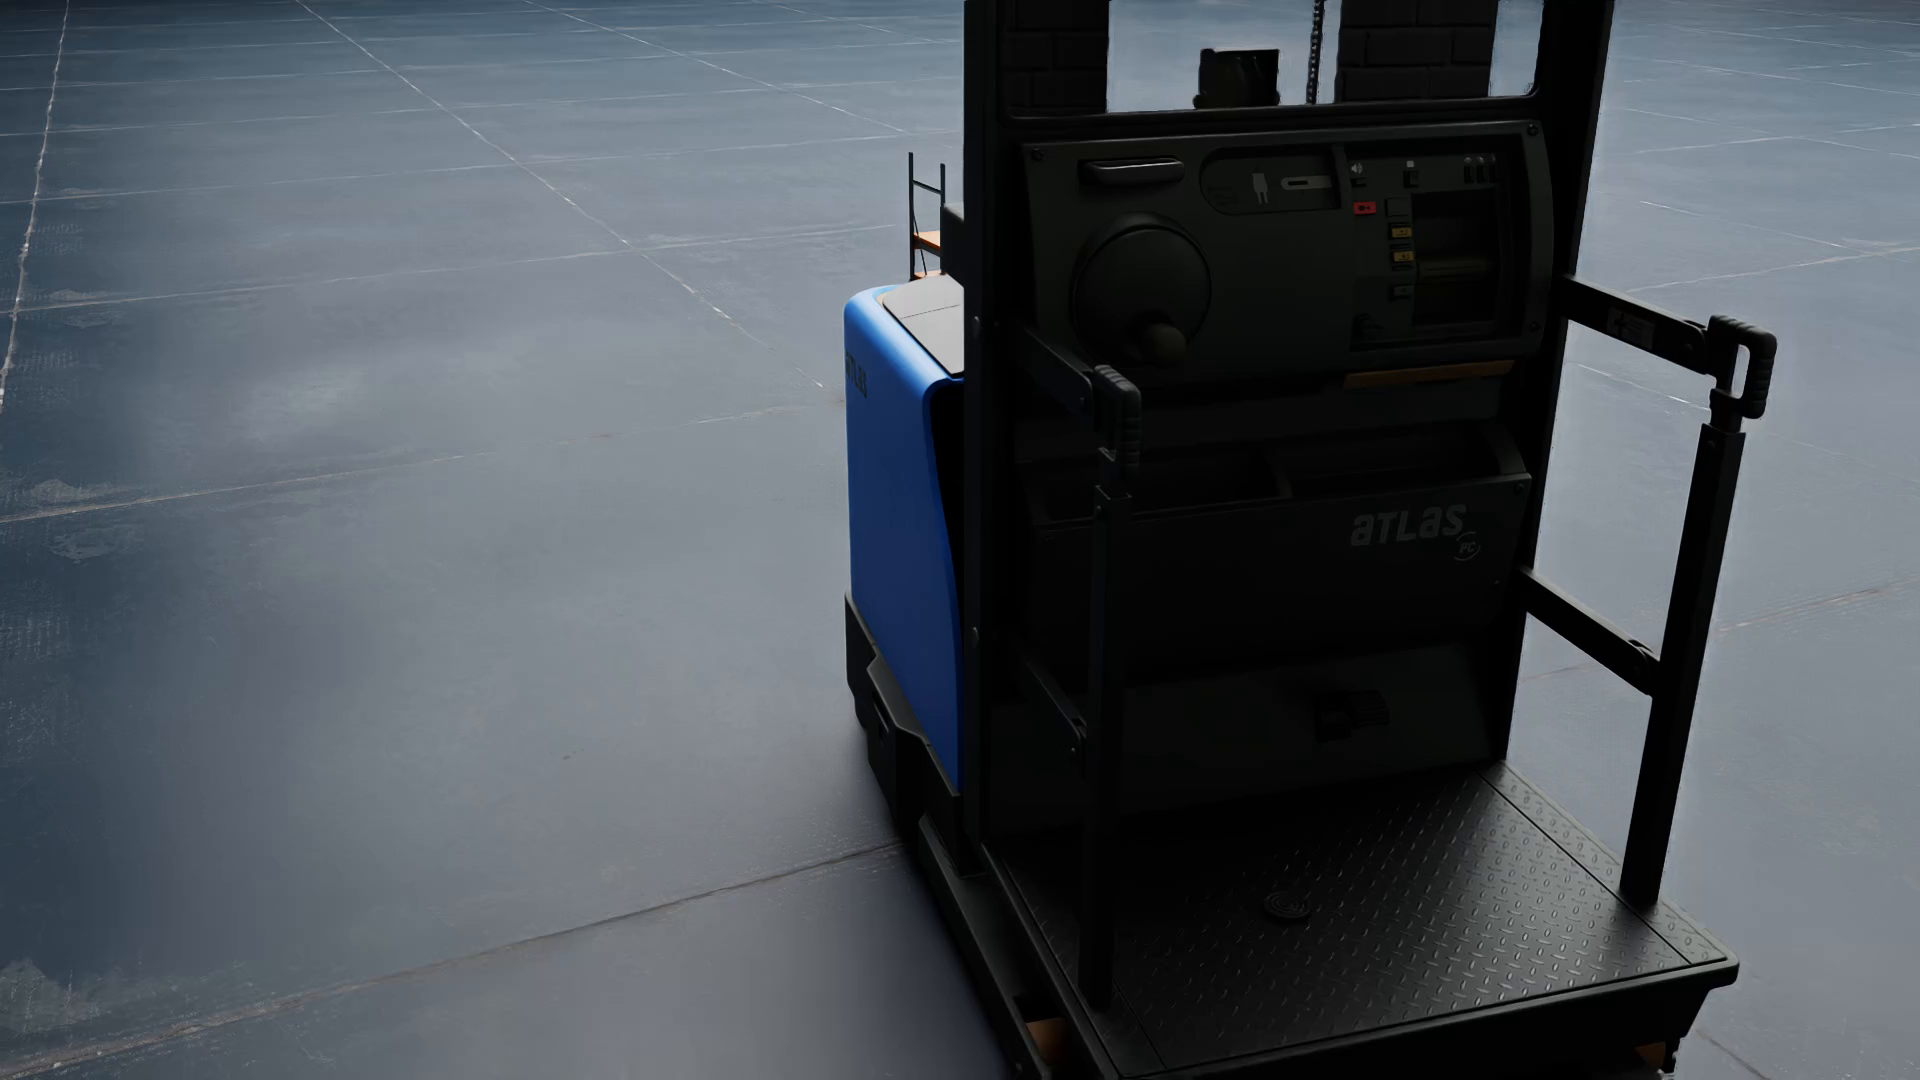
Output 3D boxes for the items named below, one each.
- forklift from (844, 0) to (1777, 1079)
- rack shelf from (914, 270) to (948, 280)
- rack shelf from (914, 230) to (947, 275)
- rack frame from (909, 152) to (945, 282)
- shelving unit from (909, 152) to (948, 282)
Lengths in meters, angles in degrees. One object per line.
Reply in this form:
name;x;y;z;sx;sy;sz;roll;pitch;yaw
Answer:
forklift;0.611;-0.461;2.532;1.130;2.935;3.031;-6;23;-15
rack shelf;-0.013;-0.733;4.940;0.180;0.103;0.258;-10;25;-24
rack shelf;-0.013;-0.844;4.894;0.180;0.103;0.258;-10;25;-24
rack frame;-0.095;-0.537;4.978;0.006;1.200;0.240;-10;25;-24
shelving unit;-0.013;-0.552;5.015;0.189;1.200;0.258;-10;25;-24
